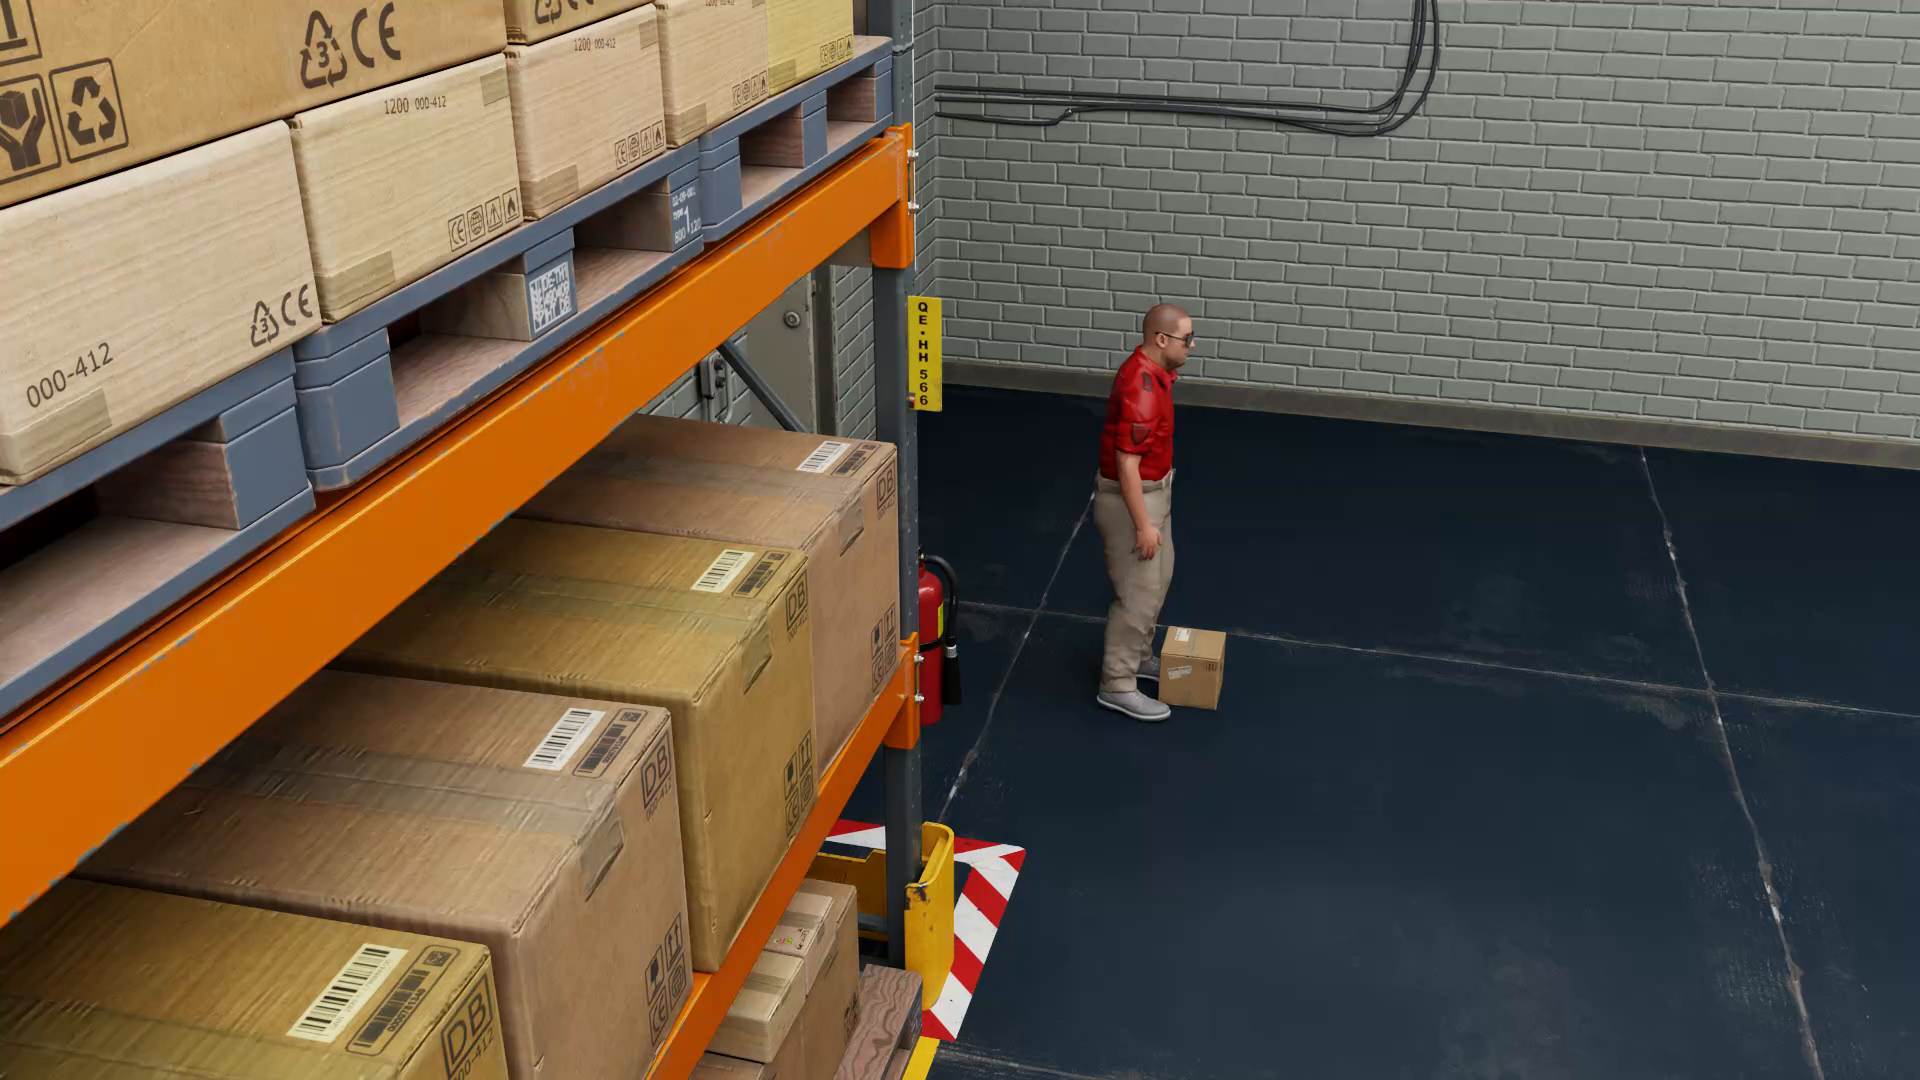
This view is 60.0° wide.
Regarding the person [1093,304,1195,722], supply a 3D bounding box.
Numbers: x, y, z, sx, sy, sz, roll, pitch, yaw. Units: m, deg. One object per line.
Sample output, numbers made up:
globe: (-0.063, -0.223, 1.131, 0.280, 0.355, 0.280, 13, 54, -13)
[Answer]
person: (0.778, -0.143, 6.927, 0.427, 1.728, 0.602, 5, 26, 11)
